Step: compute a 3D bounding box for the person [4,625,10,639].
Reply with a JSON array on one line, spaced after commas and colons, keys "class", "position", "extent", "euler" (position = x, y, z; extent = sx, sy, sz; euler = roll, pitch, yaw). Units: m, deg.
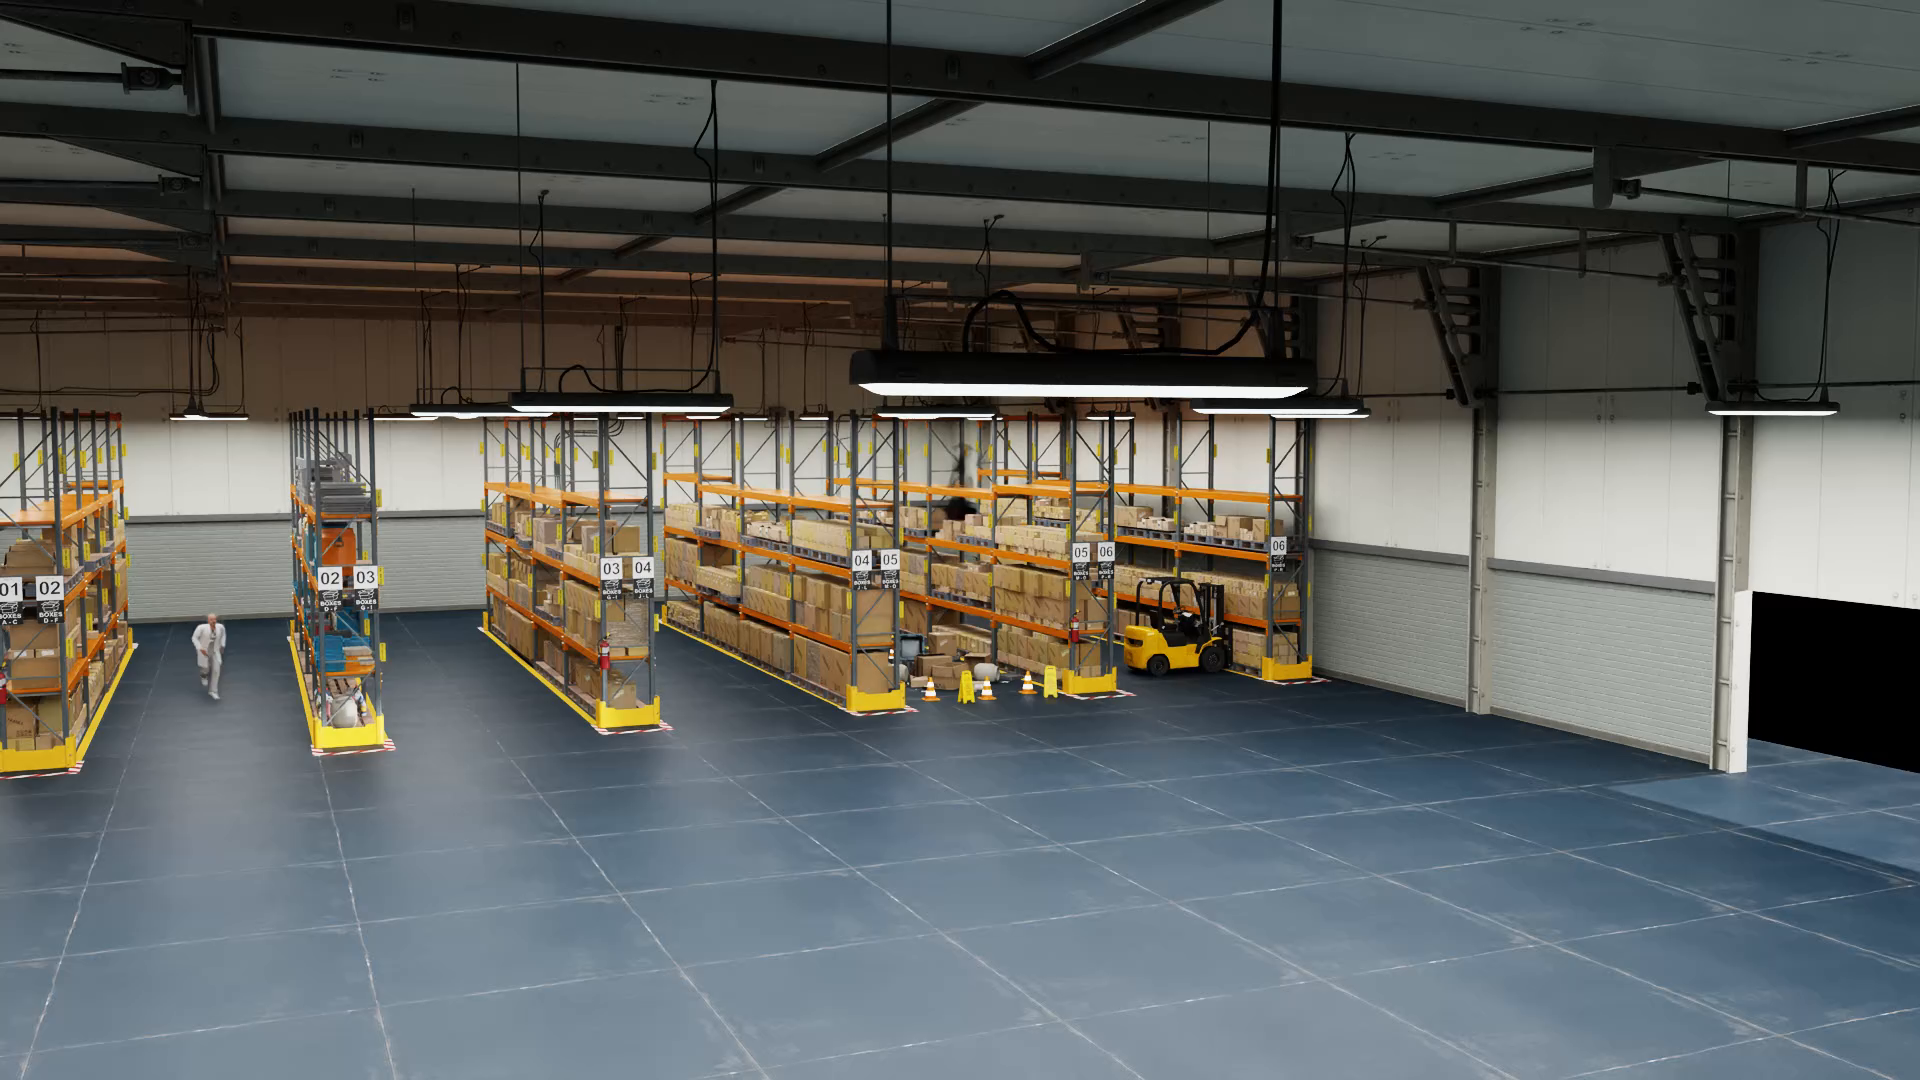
[{"class": "person", "position": [-21.554, 2.271, 38.116], "extent": [0.566, 1.615, 0.826], "euler": [-1, 4, -19]}]

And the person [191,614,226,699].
[{"class": "person", "position": [-15.787, 2.467, 34.972], "extent": [0.709, 1.684, 1.100], "euler": [-3, 5, -37]}]

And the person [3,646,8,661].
[{"class": "person", "position": [-19.331, 2.621, 33.212], "extent": [0.603, 1.624, 1.003], "euler": [-2, 4, -23]}]
